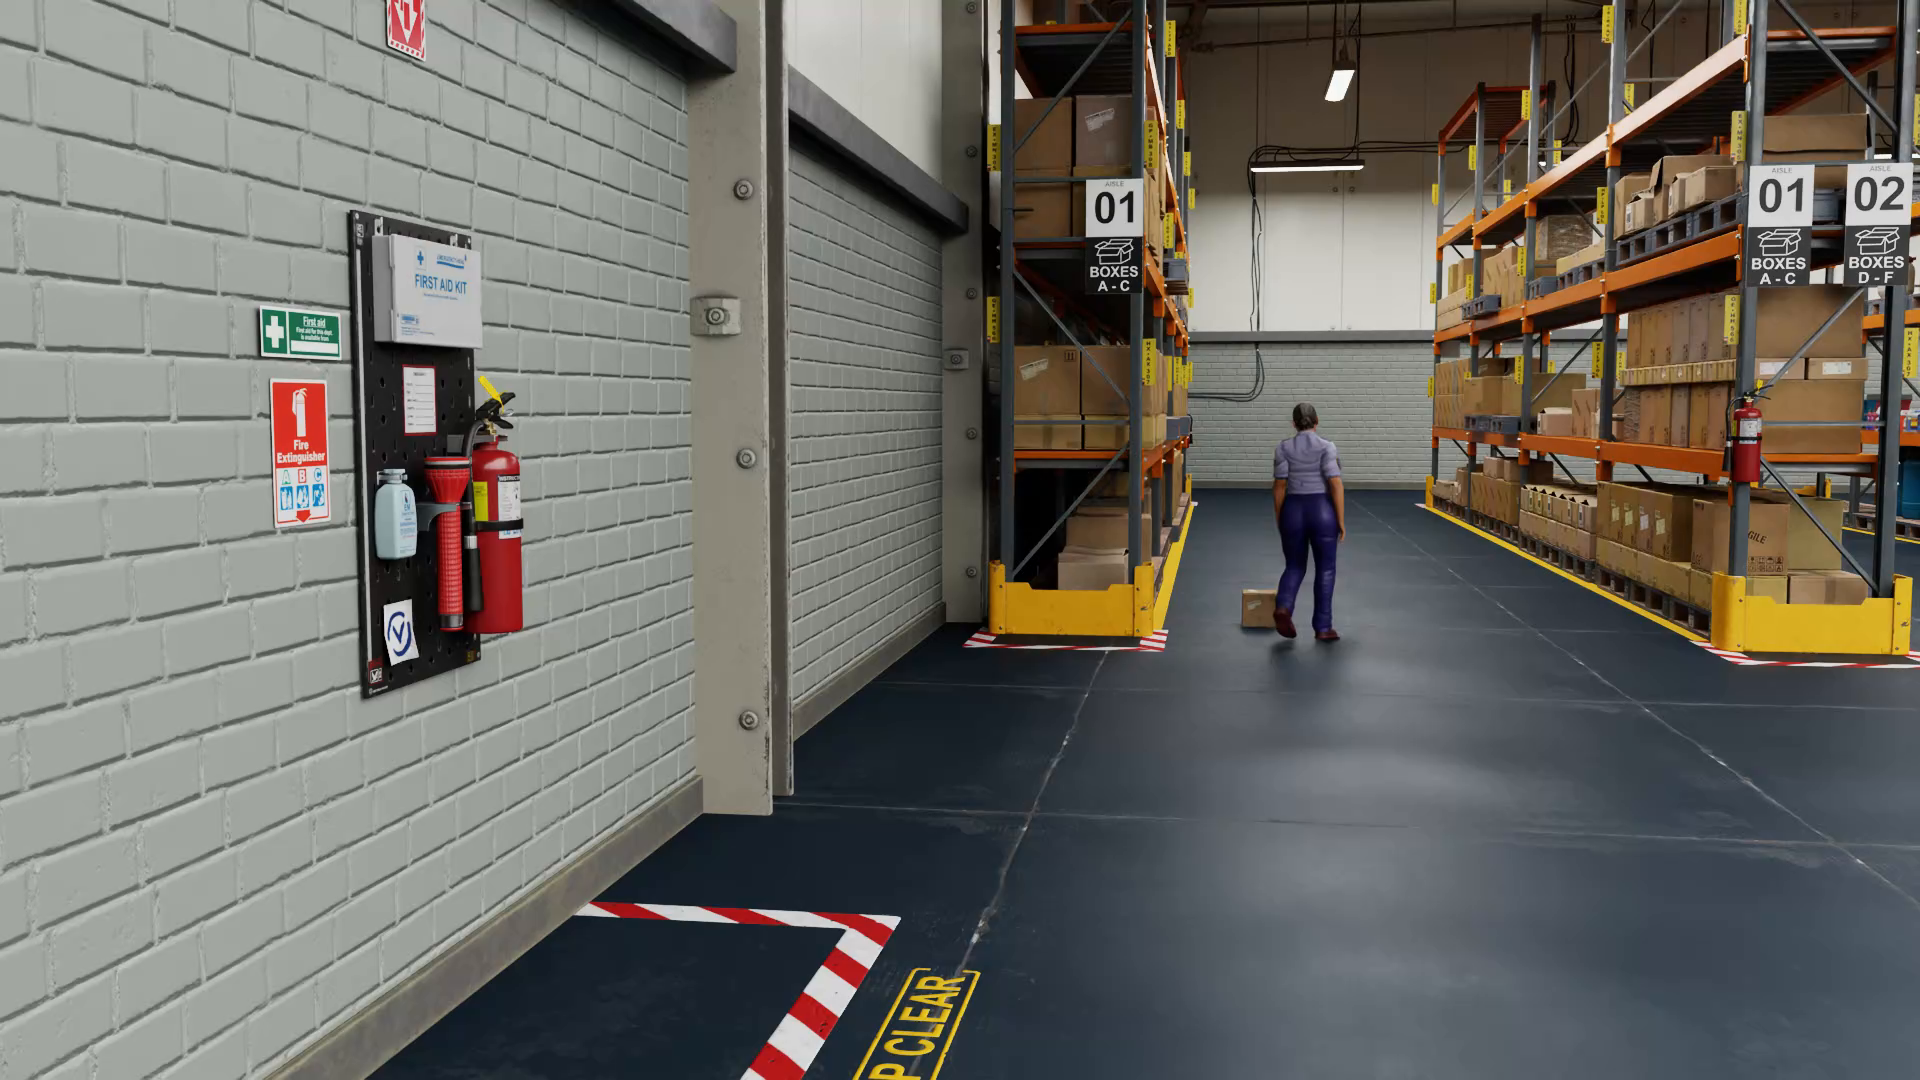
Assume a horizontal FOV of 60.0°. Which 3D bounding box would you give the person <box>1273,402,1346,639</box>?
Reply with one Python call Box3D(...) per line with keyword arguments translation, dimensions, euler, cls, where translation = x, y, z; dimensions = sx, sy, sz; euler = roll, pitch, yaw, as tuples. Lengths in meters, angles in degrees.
Box3D(translation=(2.427, -0.129, 11.524), dimensions=(0.511, 1.648, 0.468), euler=(3, 5, 29), cls="person")
